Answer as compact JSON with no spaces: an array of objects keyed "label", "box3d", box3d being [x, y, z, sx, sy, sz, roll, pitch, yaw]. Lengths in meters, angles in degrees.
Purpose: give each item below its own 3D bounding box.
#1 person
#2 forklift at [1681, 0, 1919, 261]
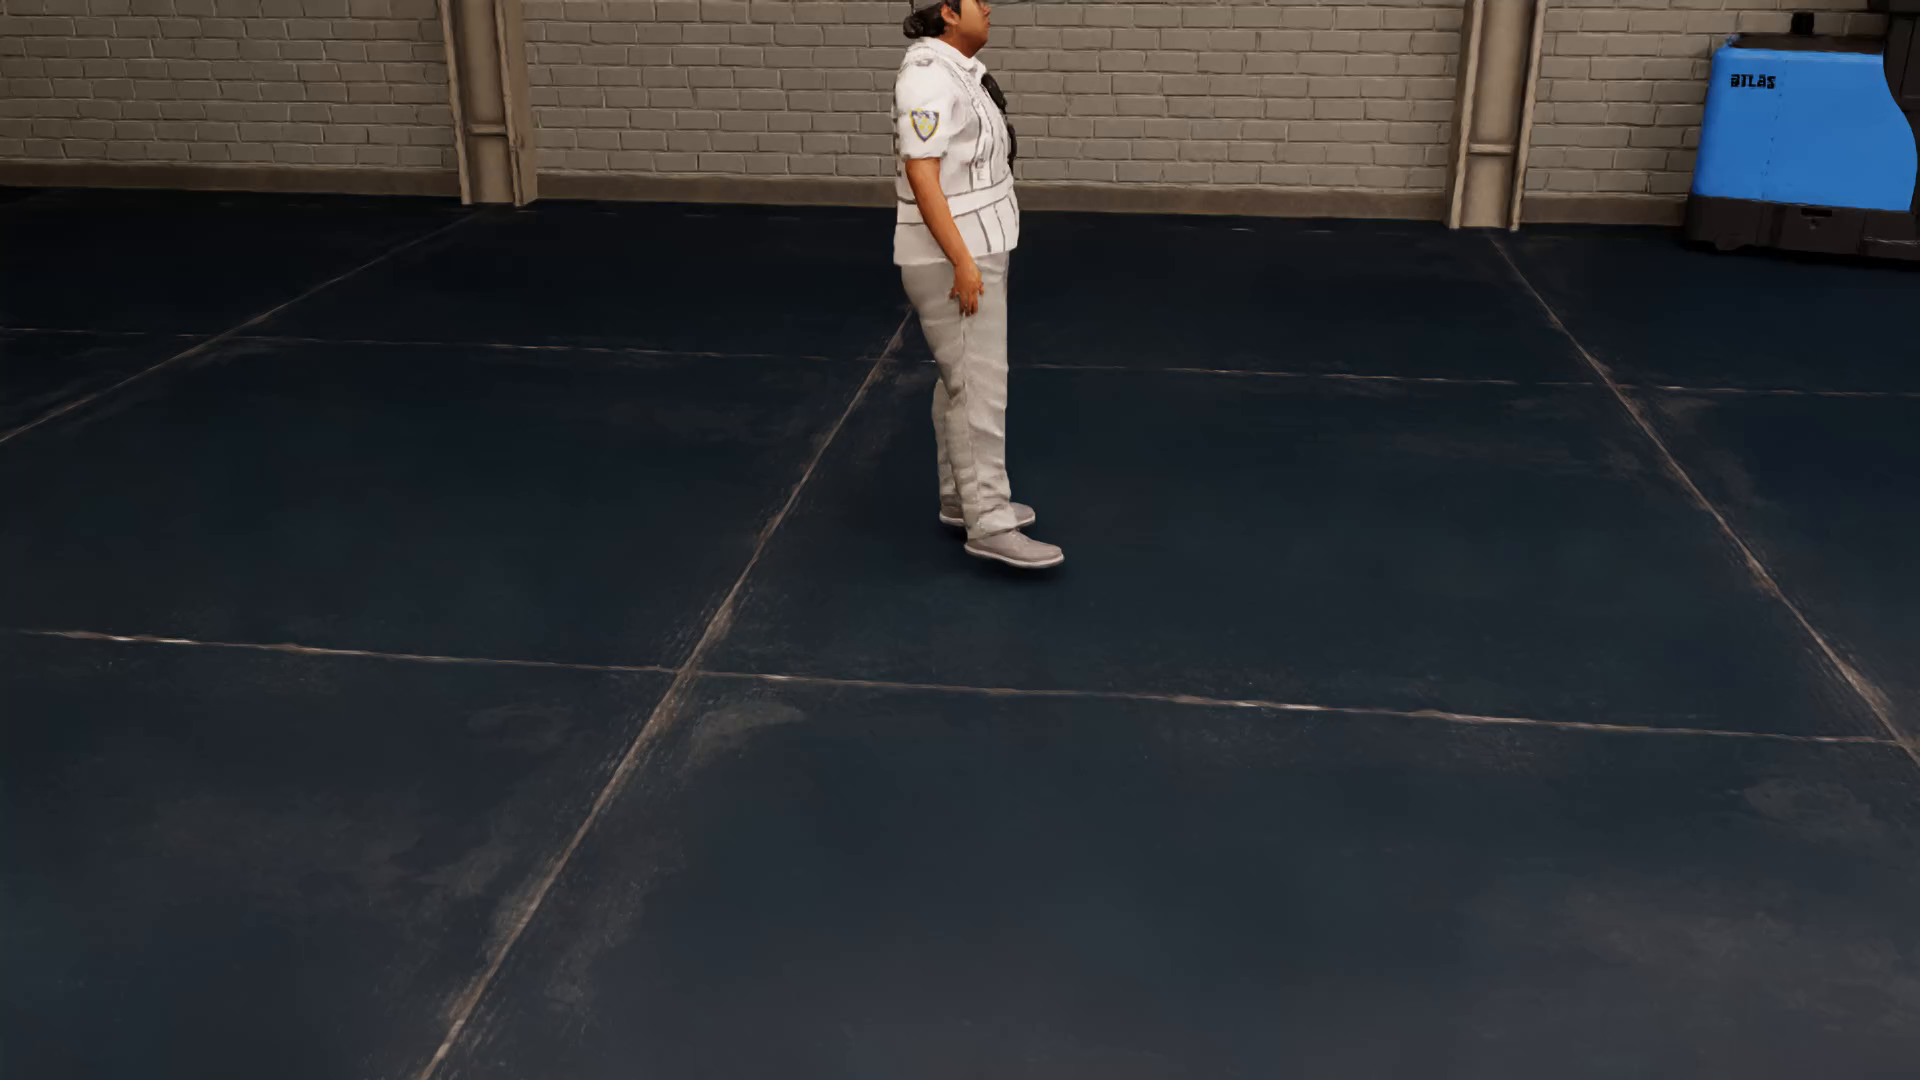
[{"label":"person","box3d":[0.073,-0.805,4.819,0.529,1.669,0.598,3,22,7]},{"label":"forklift","box3d":[5.504,-2.846,8.323,3.031,2.935,1.130,11,24,25]}]
